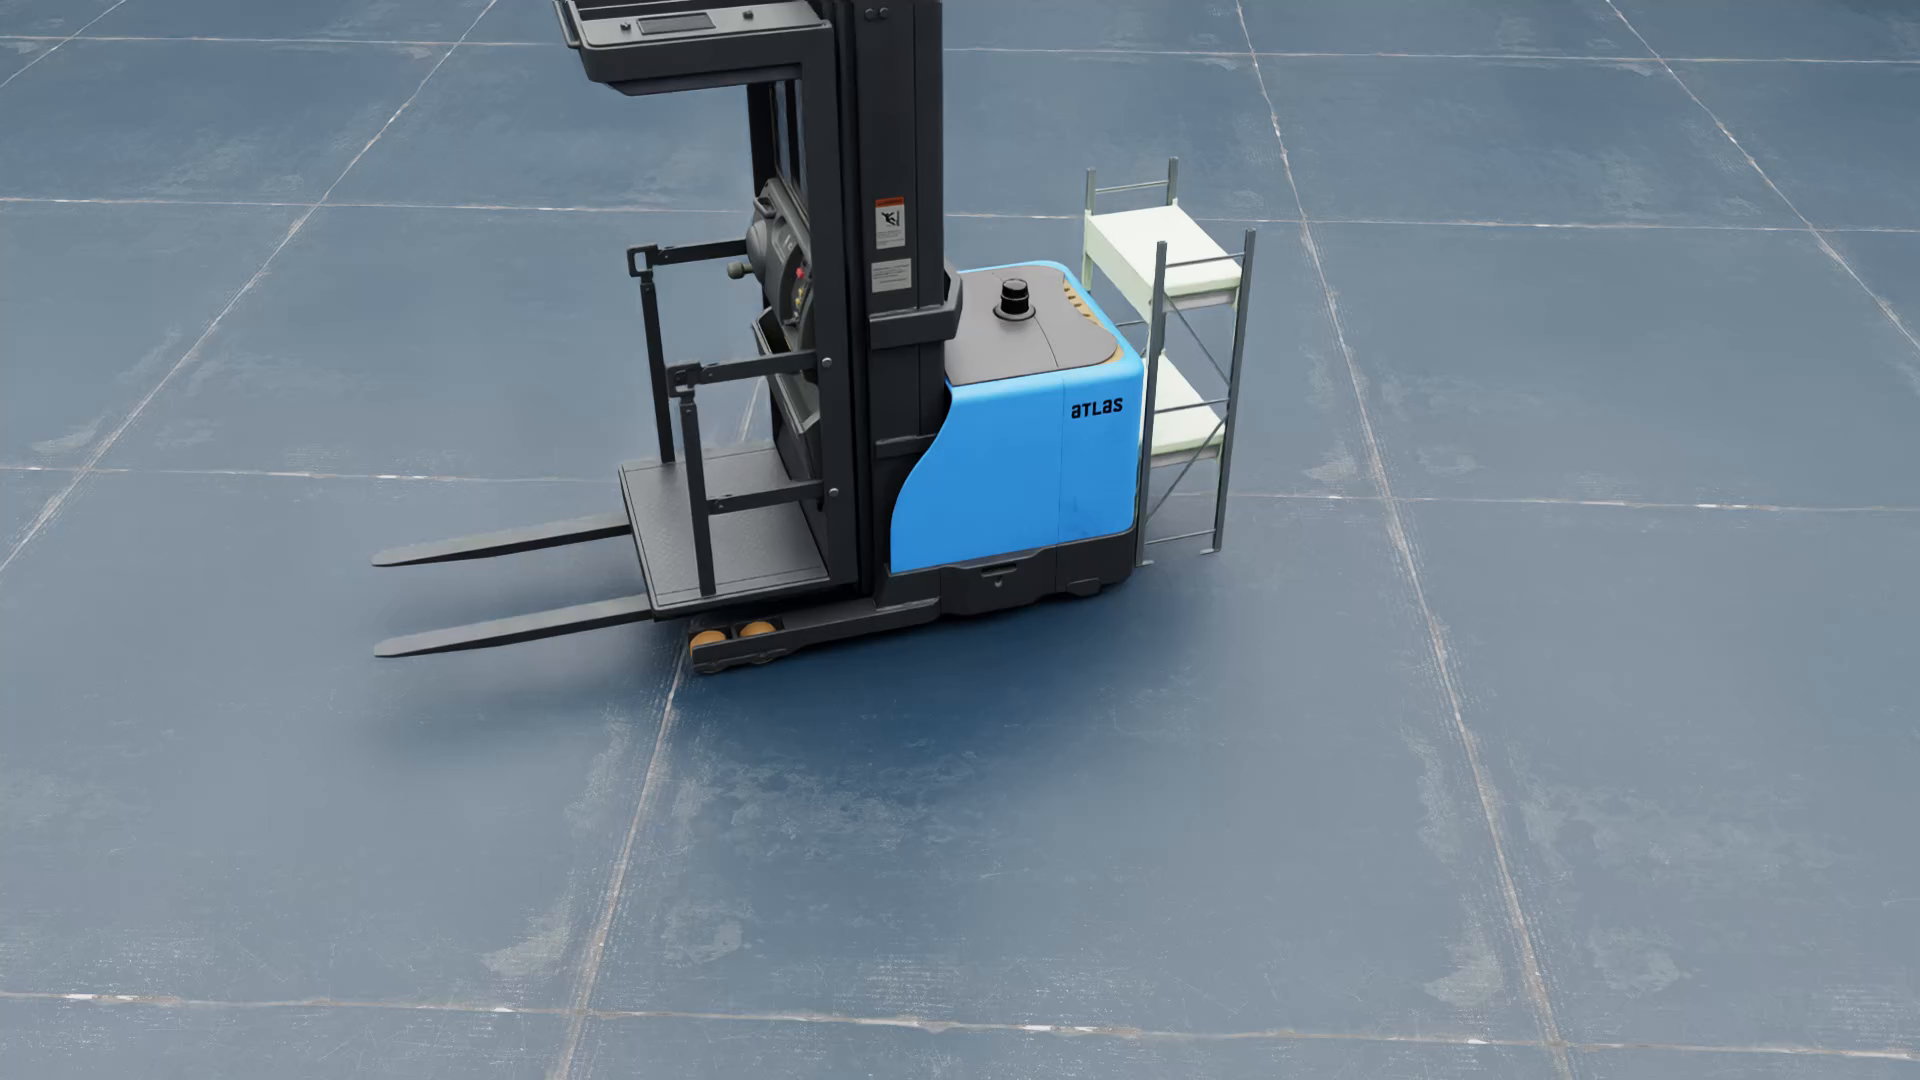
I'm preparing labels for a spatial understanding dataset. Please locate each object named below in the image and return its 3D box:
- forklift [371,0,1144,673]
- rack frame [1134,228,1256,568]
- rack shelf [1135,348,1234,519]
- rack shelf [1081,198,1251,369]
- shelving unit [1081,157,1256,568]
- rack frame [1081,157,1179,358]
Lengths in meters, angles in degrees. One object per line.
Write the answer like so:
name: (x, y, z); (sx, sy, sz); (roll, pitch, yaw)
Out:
forklift: (-0.850, -1.019, 6.150); (3.031, 2.935, 1.130); (-10, 36, -14)
rack frame: (0.933, -0.536, 6.709); (0.400, 1.500, 0.023); (-10, 36, -14)
rack shelf: (0.823, -0.470, 7.182); (0.431, 0.370, 0.720); (-10, 36, -14)
rack shelf: (0.823, -1.056, 6.770); (0.431, 0.370, 0.720); (-10, 36, -14)
shelving unit: (0.823, -0.737, 6.994); (0.431, 1.500, 0.755); (-10, 36, -14)
rack frame: (0.712, -0.938, 7.280); (0.400, 1.500, 0.023); (-10, 36, -14)
